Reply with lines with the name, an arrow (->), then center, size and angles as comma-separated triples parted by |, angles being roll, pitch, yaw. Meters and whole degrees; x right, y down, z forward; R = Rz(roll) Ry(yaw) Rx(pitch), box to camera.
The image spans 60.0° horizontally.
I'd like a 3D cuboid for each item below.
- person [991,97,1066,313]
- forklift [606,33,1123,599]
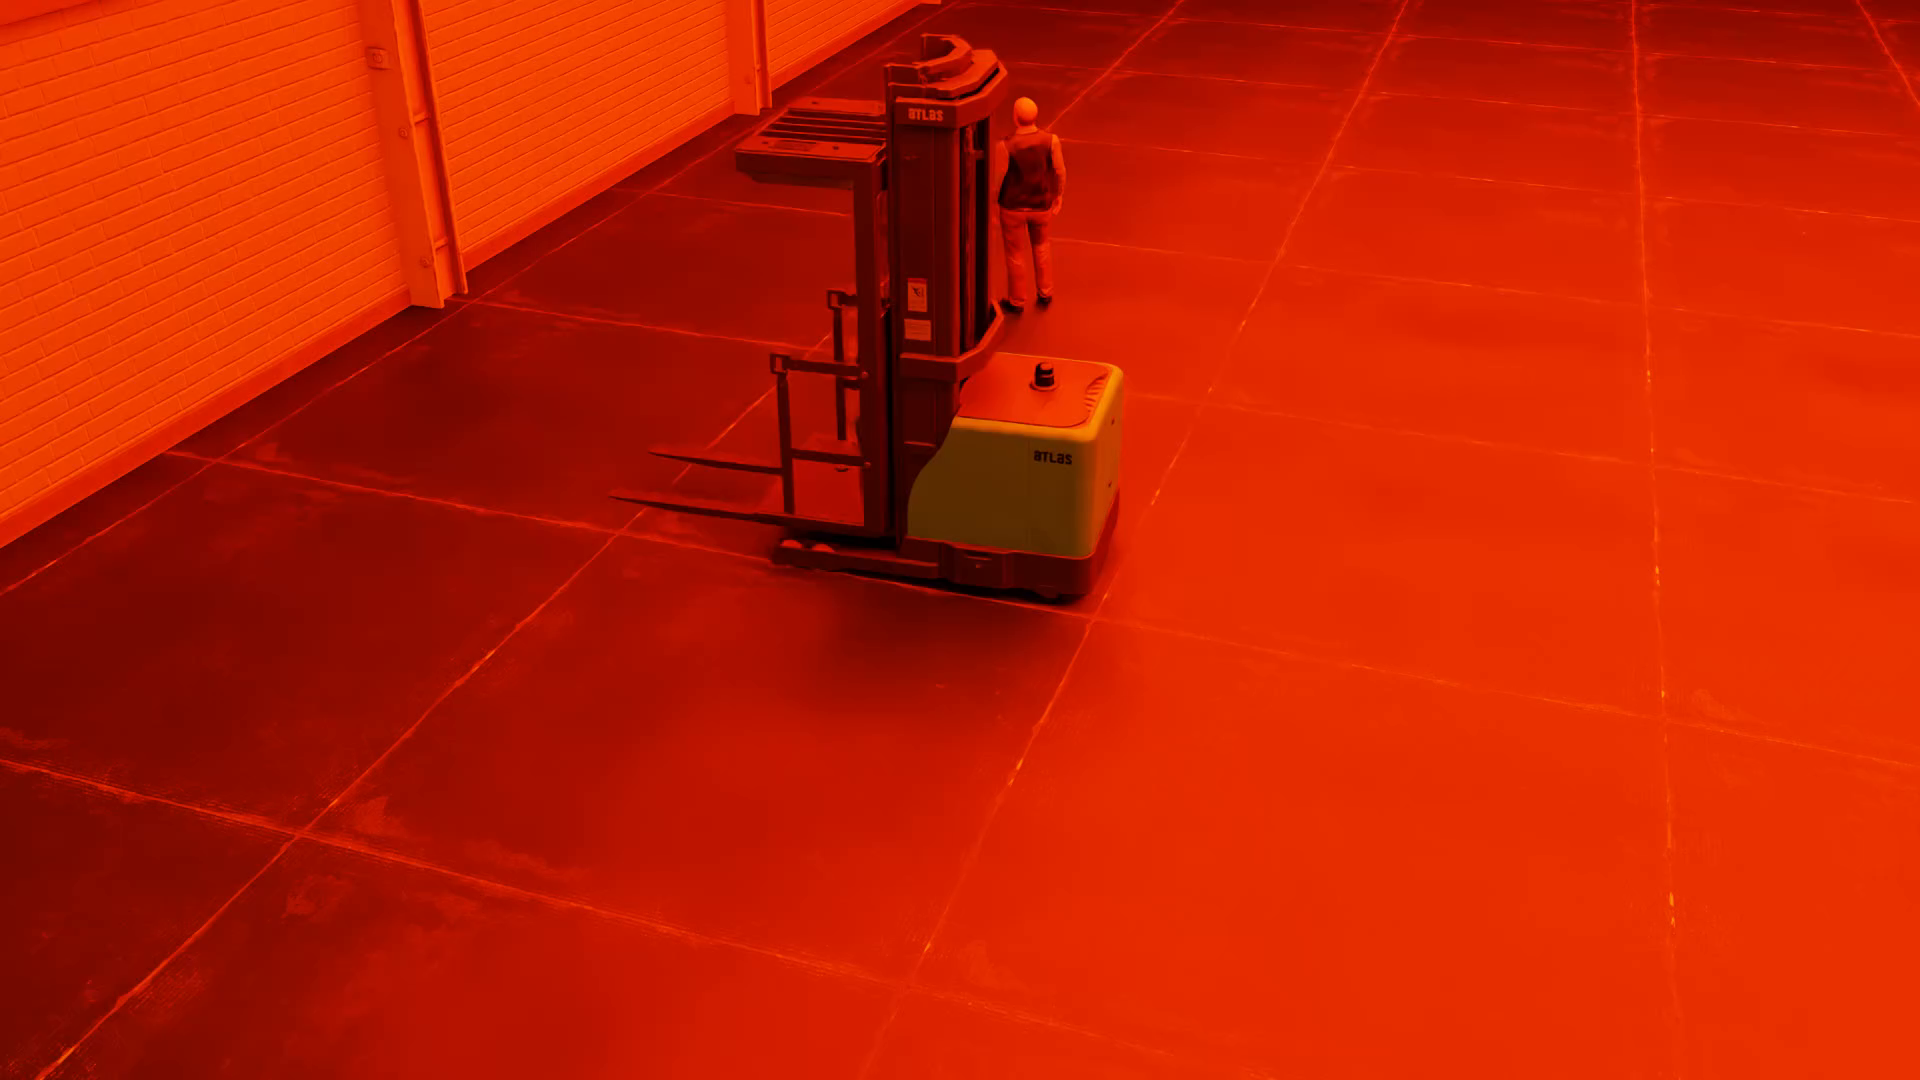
person -> 0.496, -2.605, 12.926 | 0.620, 1.727, 0.547 | -6, 30, -11
forklift -> -0.607, -1.326, 9.462 | 3.031, 2.935, 1.130 | 7, 30, 13
